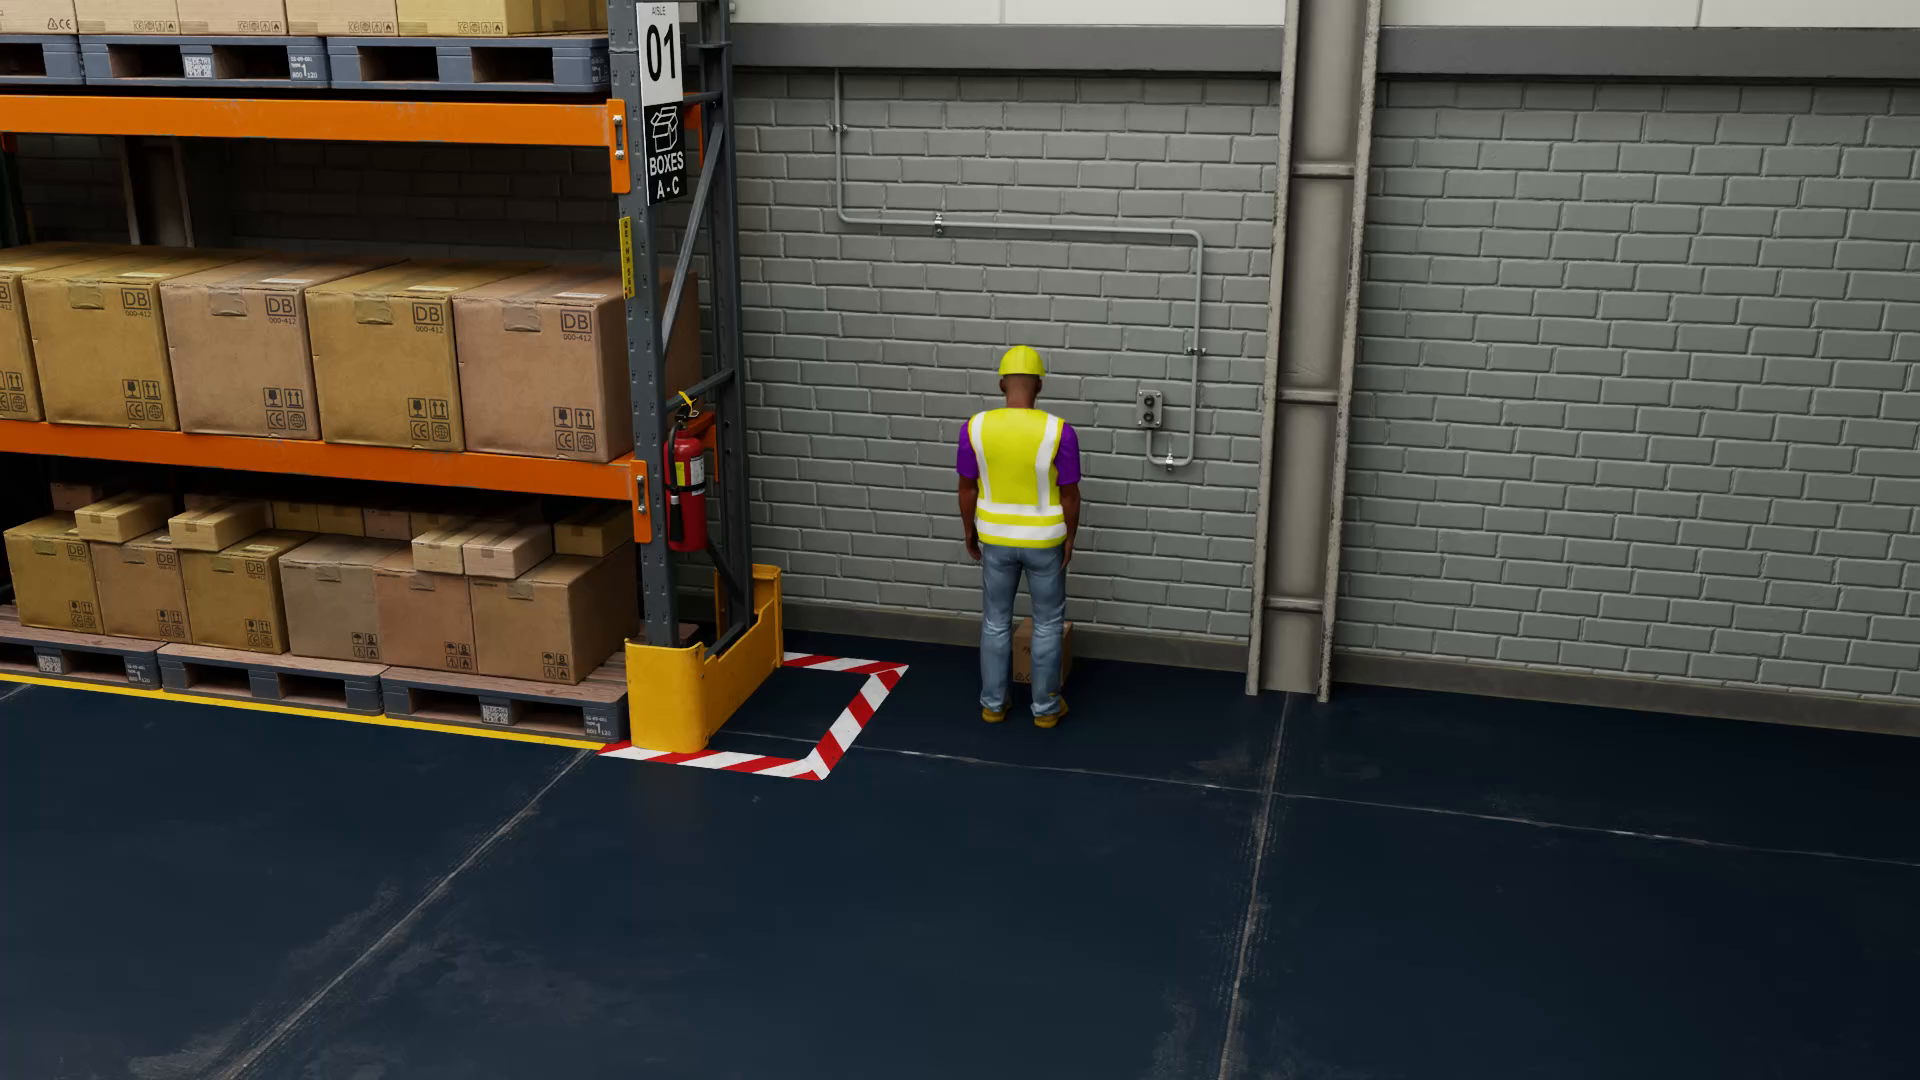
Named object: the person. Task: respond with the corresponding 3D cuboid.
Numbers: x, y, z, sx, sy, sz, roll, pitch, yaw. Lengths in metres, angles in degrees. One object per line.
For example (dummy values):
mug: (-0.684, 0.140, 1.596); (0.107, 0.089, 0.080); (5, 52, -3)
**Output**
person: (0.271, -0.011, 7.563); (0.568, 1.758, 0.368); (5, 19, 15)
